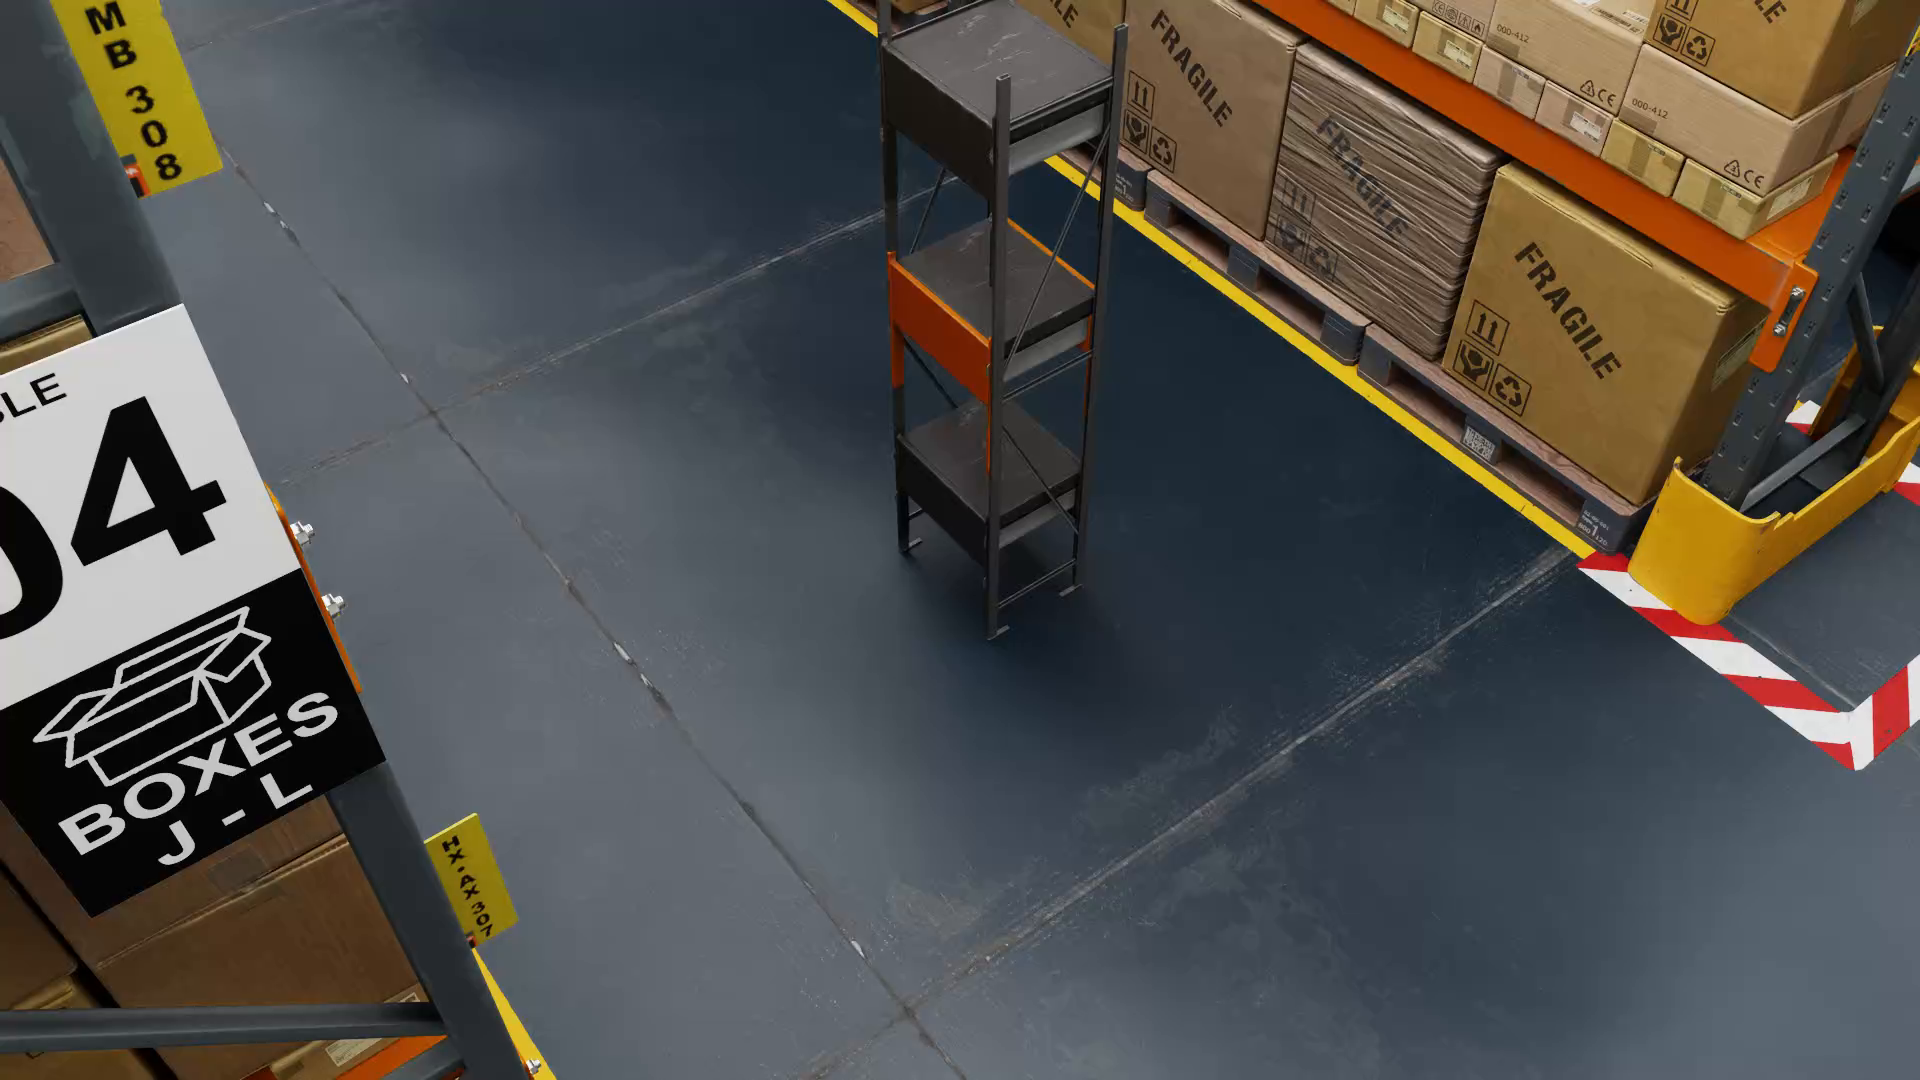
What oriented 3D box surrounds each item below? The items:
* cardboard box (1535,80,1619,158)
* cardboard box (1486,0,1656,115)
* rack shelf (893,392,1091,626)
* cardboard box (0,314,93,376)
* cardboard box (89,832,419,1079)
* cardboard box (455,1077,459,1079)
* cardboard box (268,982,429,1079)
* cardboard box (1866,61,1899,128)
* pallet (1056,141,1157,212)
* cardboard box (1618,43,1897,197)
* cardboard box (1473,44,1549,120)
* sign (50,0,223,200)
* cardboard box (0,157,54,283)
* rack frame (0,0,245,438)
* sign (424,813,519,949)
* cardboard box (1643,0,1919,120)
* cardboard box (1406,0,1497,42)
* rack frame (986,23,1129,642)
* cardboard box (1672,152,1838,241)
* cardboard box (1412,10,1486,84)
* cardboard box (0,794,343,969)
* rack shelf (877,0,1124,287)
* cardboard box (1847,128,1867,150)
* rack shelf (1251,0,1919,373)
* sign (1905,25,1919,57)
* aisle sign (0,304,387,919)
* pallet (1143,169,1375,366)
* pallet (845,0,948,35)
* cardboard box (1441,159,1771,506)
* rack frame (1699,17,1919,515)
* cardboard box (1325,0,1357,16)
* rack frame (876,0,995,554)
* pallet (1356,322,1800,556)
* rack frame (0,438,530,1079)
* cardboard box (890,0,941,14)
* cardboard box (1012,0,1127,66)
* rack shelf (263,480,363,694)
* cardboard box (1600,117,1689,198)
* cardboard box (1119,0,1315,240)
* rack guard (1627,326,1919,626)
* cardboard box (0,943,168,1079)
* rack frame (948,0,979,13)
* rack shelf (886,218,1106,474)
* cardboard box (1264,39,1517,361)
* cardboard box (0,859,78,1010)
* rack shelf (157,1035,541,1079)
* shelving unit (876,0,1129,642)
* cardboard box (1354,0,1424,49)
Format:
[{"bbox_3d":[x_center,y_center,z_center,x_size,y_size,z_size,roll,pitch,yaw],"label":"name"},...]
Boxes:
[{"bbox_3d":[2.009,-1.361,5.129,0.380,0.149,0.250,-29,54,-24],"label":"cardboard box"},{"bbox_3d":[1.987,-1.597,5.074,0.500,0.250,0.500,-30,55,-25],"label":"cardboard box"},{"bbox_3d":[0.100,-0.128,5.412,0.431,0.518,0.480,-29,54,-24],"label":"rack shelf"},{"bbox_3d":[-1.279,-0.253,2.031,0.500,0.250,0.500,-28,53,-23],"label":"cardboard box"},{"bbox_3d":[-1.263,0.561,2.948,0.500,0.500,0.500,-27,53,-22],"label":"cardboard box"},{"bbox_3d":[-1.258,1.239,3.841,0.380,0.149,0.250,-32,55,-26],"label":"cardboard box"},{"bbox_3d":[-1.146,0.830,3.143,0.380,0.149,0.250,-30,54,-24],"label":"cardboard box"},{"bbox_3d":[2.722,-1.535,5.018,0.500,0.250,0.500,-31,55,-25],"label":"cardboard box"},{"bbox_3d":[0.774,-2.020,7.439,1.003,0.211,1.213,-29,54,-24],"label":"pallet"},{"bbox_3d":[2.293,-1.298,4.803,0.500,0.250,0.500,-30,55,-25],"label":"cardboard box"},{"bbox_3d":[1.859,-1.509,5.263,0.380,0.149,0.250,-29,54,-23],"label":"cardboard box"},{"bbox_3d":[-0.779,-0.461,1.529,0.100,0.325,0.005,-29,54,-24],"label":"sign"},{"bbox_3d":[-1.276,-0.423,1.848,0.500,0.250,0.500,-29,54,-23],"label":"cardboard box"},{"bbox_3d":[-1.211,-0.931,0.520,1.000,3.000,0.127,-29,54,-24],"label":"rack frame"},{"bbox_3d":[-0.779,0.549,2.643,0.100,0.325,0.005,-29,54,-24],"label":"sign"},{"bbox_3d":[2.294,-1.553,4.527,0.500,0.500,0.500,-29,54,-24],"label":"cardboard box"},{"bbox_3d":[1.678,-1.897,5.346,0.500,0.250,0.500,-31,55,-25],"label":"cardboard box"},{"bbox_3d":[0.248,-0.464,4.753,0.400,2.100,0.015,-29,54,-24],"label":"rack frame"},{"bbox_3d":[2.320,-1.060,4.856,0.380,0.149,0.250,-28,54,-23],"label":"cardboard box"},{"bbox_3d":[1.701,-1.661,5.401,0.380,0.149,0.250,-31,55,-25],"label":"cardboard box"},{"bbox_3d":[-1.271,0.230,2.573,0.500,0.500,0.500,-30,54,-24],"label":"cardboard box"},{"bbox_3d":[0.100,-1.069,4.375,0.431,0.518,0.480,-29,54,-24],"label":"rack shelf"},{"bbox_3d":[2.845,-1.355,5.123,0.380,0.149,0.250,-29,54,-24],"label":"cardboard box"},{"bbox_3d":[1.587,-2.019,6.042,1.077,0.370,4.000,-29,54,-24],"label":"rack shelf"},{"bbox_3d":[2.357,-1.315,3.976,0.100,0.325,0.005,-29,54,-24],"label":"sign"},{"bbox_3d":[-0.928,0.119,1.863,0.394,0.787,0.004,-29,54,-24],"label":"aisle sign"},{"bbox_3d":[1.517,-1.300,6.786,1.003,0.211,1.213,-29,54,-24],"label":"pallet"},{"bbox_3d":[-0.151,-2.925,8.259,1.003,0.211,1.213,-29,54,-24],"label":"pallet"},{"bbox_3d":[2.347,-0.851,5.647,0.875,0.875,0.875,-29,54,-24],"label":"cardboard box"},{"bbox_3d":[2.798,-1.082,4.706,1.000,3.000,0.127,-29,54,-24],"label":"rack frame"},{"bbox_3d":[1.395,-1.961,5.673,0.380,0.149,0.250,-28,54,-23],"label":"cardboard box"},{"bbox_3d":[-0.048,-0.752,5.014,0.400,2.100,0.015,-29,54,-24],"label":"rack frame"},{"bbox_3d":[2.251,-0.582,6.135,1.003,0.211,1.213,-29,54,-24],"label":"pallet"},{"bbox_3d":[-1.211,1.084,2.743,1.000,3.000,0.127,-29,54,-24],"label":"rack frame"},{"bbox_3d":[-0.028,-3.236,7.810,1.225,0.875,0.875,-29,54,-24],"label":"cardboard box"},{"bbox_3d":[0.712,-2.443,7.091,0.875,0.875,0.875,-29,54,-24],"label":"cardboard box"},{"bbox_3d":[-2.422,-0.862,2.967,1.077,0.370,4.000,-29,54,-24],"label":"rack shelf"},{"bbox_3d":[2.161,-1.212,4.994,0.380,0.149,0.250,-29,54,-24],"label":"cardboard box"},{"bbox_3d":[1.257,-1.912,6.609,0.875,0.875,0.875,-29,54,-24],"label":"cardboard box"},{"bbox_3d":[2.812,-0.228,5.619,1.175,0.500,0.348,-29,54,-24],"label":"rack guard"},{"bbox_3d":[-1.688,0.801,2.731,0.500,0.500,0.500,-28,54,-23],"label":"cardboard box"},{"bbox_3d":[0.376,-3.440,6.844,1.000,3.000,0.127,-29,54,-24],"label":"rack frame"},{"bbox_3d":[0.100,-0.598,4.894,0.431,0.518,0.480,-29,54,-24],"label":"rack shelf"},{"bbox_3d":[1.796,-1.387,6.134,0.875,0.875,0.875,-29,54,-24],"label":"cardboard box"},{"bbox_3d":[-1.686,0.456,2.369,0.500,0.500,0.500,-30,55,-25],"label":"cardboard box"},{"bbox_3d":[-2.422,0.146,4.079,1.077,0.370,4.000,-29,54,-24],"label":"rack shelf"},{"bbox_3d":[0.100,-0.608,4.884,0.431,2.100,0.503,-29,54,-24],"label":"shelving unit"},{"bbox_3d":[1.543,-1.814,5.539,0.380,0.149,0.250,-29,54,-24],"label":"cardboard box"}]
